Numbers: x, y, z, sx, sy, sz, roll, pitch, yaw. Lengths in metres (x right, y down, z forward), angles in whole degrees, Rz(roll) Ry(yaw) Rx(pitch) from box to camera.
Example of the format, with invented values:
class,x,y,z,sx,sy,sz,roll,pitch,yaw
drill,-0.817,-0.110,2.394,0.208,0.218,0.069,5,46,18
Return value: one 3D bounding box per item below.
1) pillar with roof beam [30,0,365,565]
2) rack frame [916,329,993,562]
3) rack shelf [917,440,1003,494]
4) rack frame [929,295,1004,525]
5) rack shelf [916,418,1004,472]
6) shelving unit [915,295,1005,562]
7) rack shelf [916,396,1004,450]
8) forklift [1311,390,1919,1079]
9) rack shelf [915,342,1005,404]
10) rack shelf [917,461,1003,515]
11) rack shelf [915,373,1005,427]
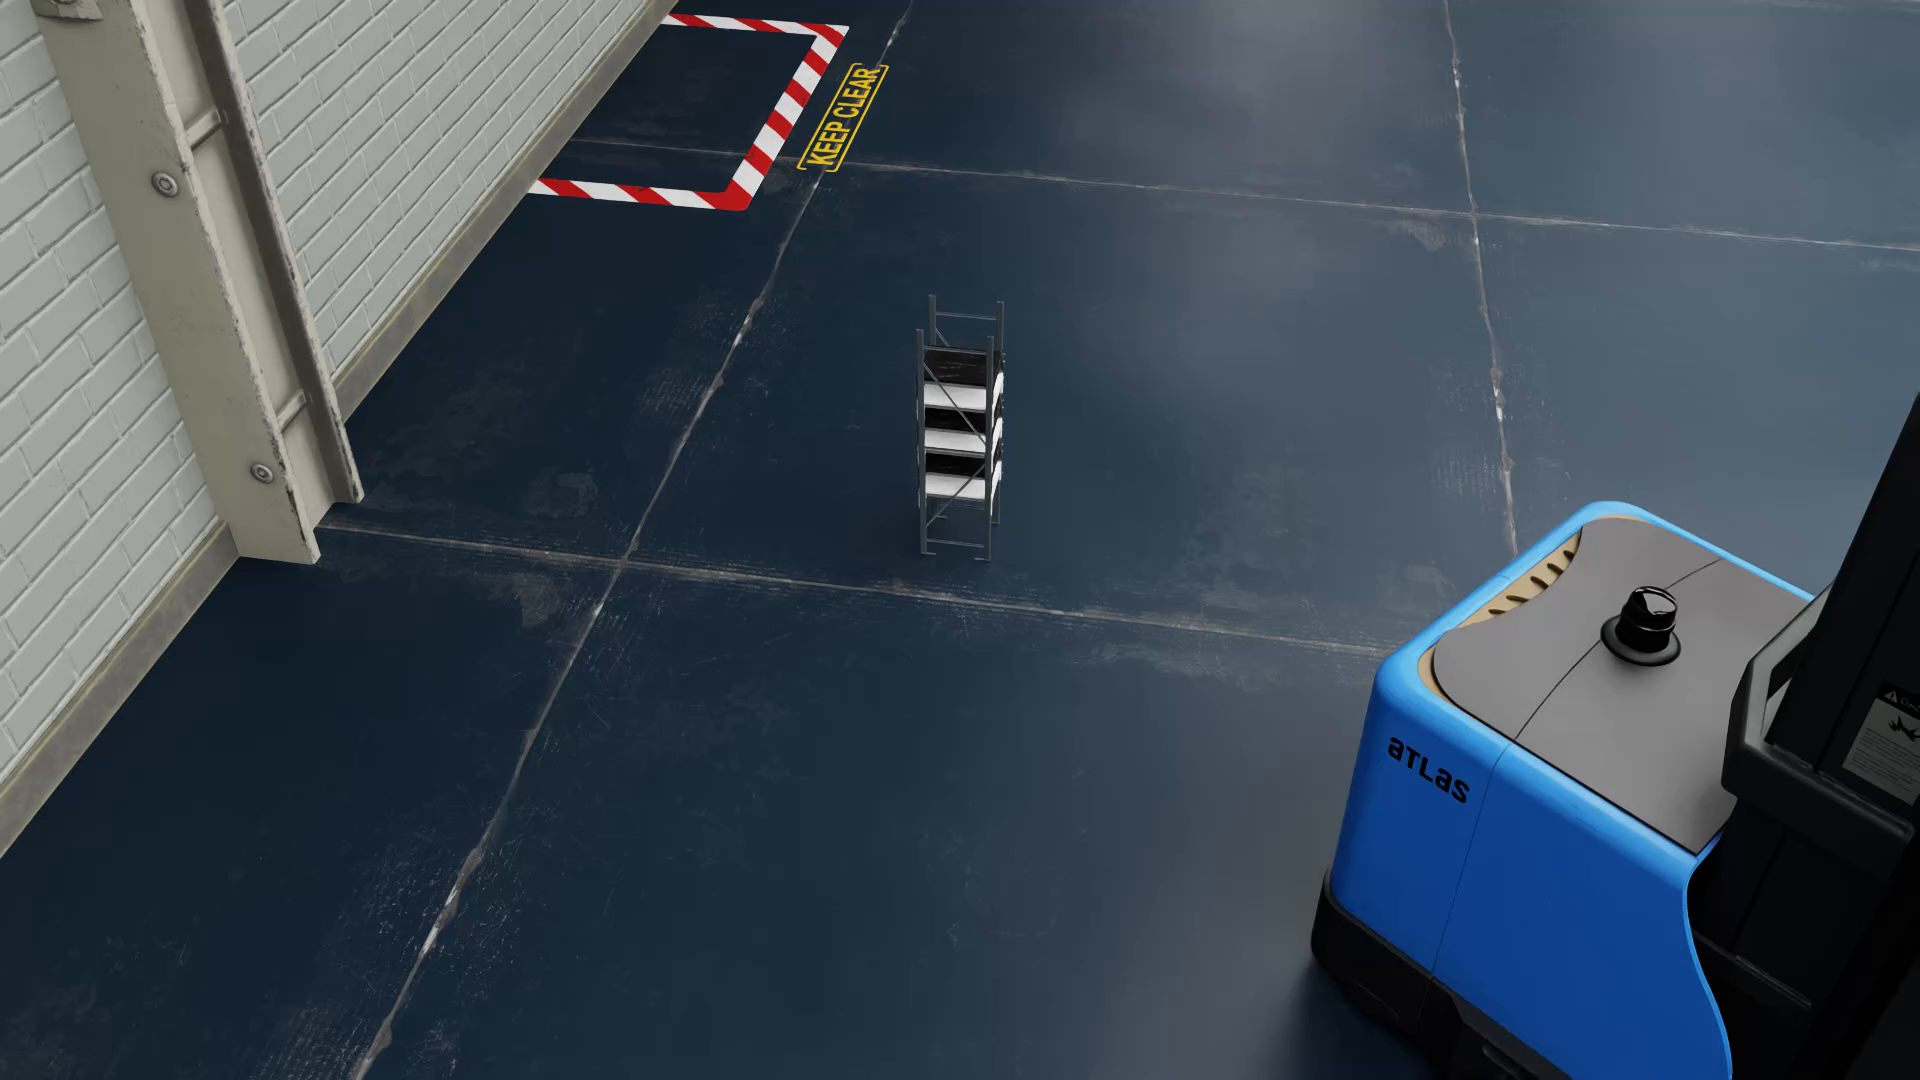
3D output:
class,x,y,z,sx,sy,sz,roll,pitch,yaw
pillar with roof beam,1.927,-3.051,2.378,9.100,9.000,0.400,6,40,8
rack frame,-0.016,-0.288,5.392,0.240,0.900,0.006,6,40,8
rack shelf,0.001,-0.257,5.548,0.258,0.077,0.200,6,40,8
rack frame,0.019,-0.416,5.547,0.240,0.900,0.006,6,40,8
rack shelf,0.001,-0.326,5.491,0.258,0.077,0.200,6,40,8
shelving unit,0.001,-0.352,5.469,0.258,0.900,0.210,6,40,8
rack shelf,0.001,-0.396,5.433,0.258,0.077,0.200,6,40,8
forklift,2.283,0.474,2.877,1.130,2.935,3.031,-30,48,-31
rack shelf,0.001,-0.534,5.319,0.258,0.077,0.200,6,40,8
rack shelf,0.001,-0.187,5.605,0.258,0.077,0.200,6,40,8
rack shelf,0.001,-0.465,5.376,0.258,0.077,0.200,6,40,8
